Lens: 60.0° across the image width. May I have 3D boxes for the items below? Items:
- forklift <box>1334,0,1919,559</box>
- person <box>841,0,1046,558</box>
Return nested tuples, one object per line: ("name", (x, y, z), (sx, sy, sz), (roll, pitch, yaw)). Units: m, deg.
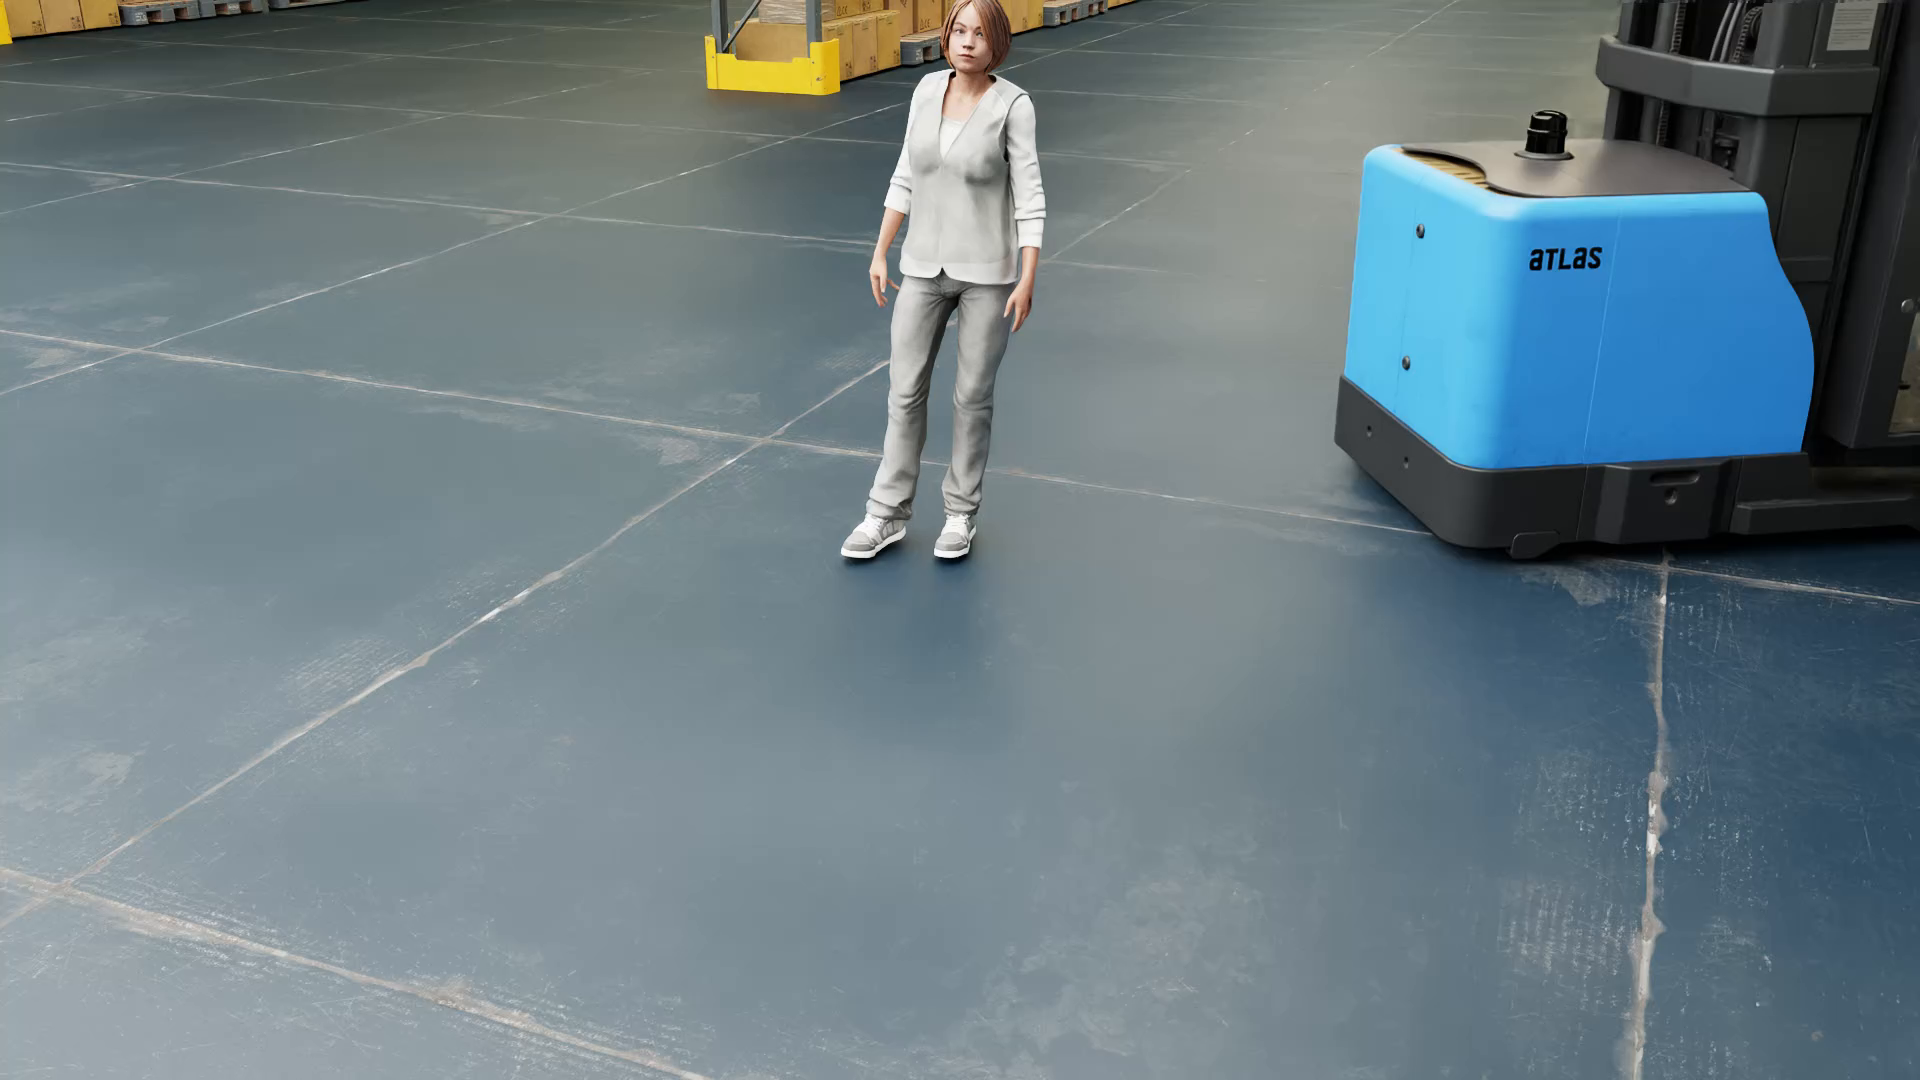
("forklift", (2.848, -1.546, 4.992), (3.031, 2.935, 1.130), (-3, 23, -8))
("person", (-0.042, -0.713, 4.727), (0.519, 1.583, 0.474), (9, 24, 21))
